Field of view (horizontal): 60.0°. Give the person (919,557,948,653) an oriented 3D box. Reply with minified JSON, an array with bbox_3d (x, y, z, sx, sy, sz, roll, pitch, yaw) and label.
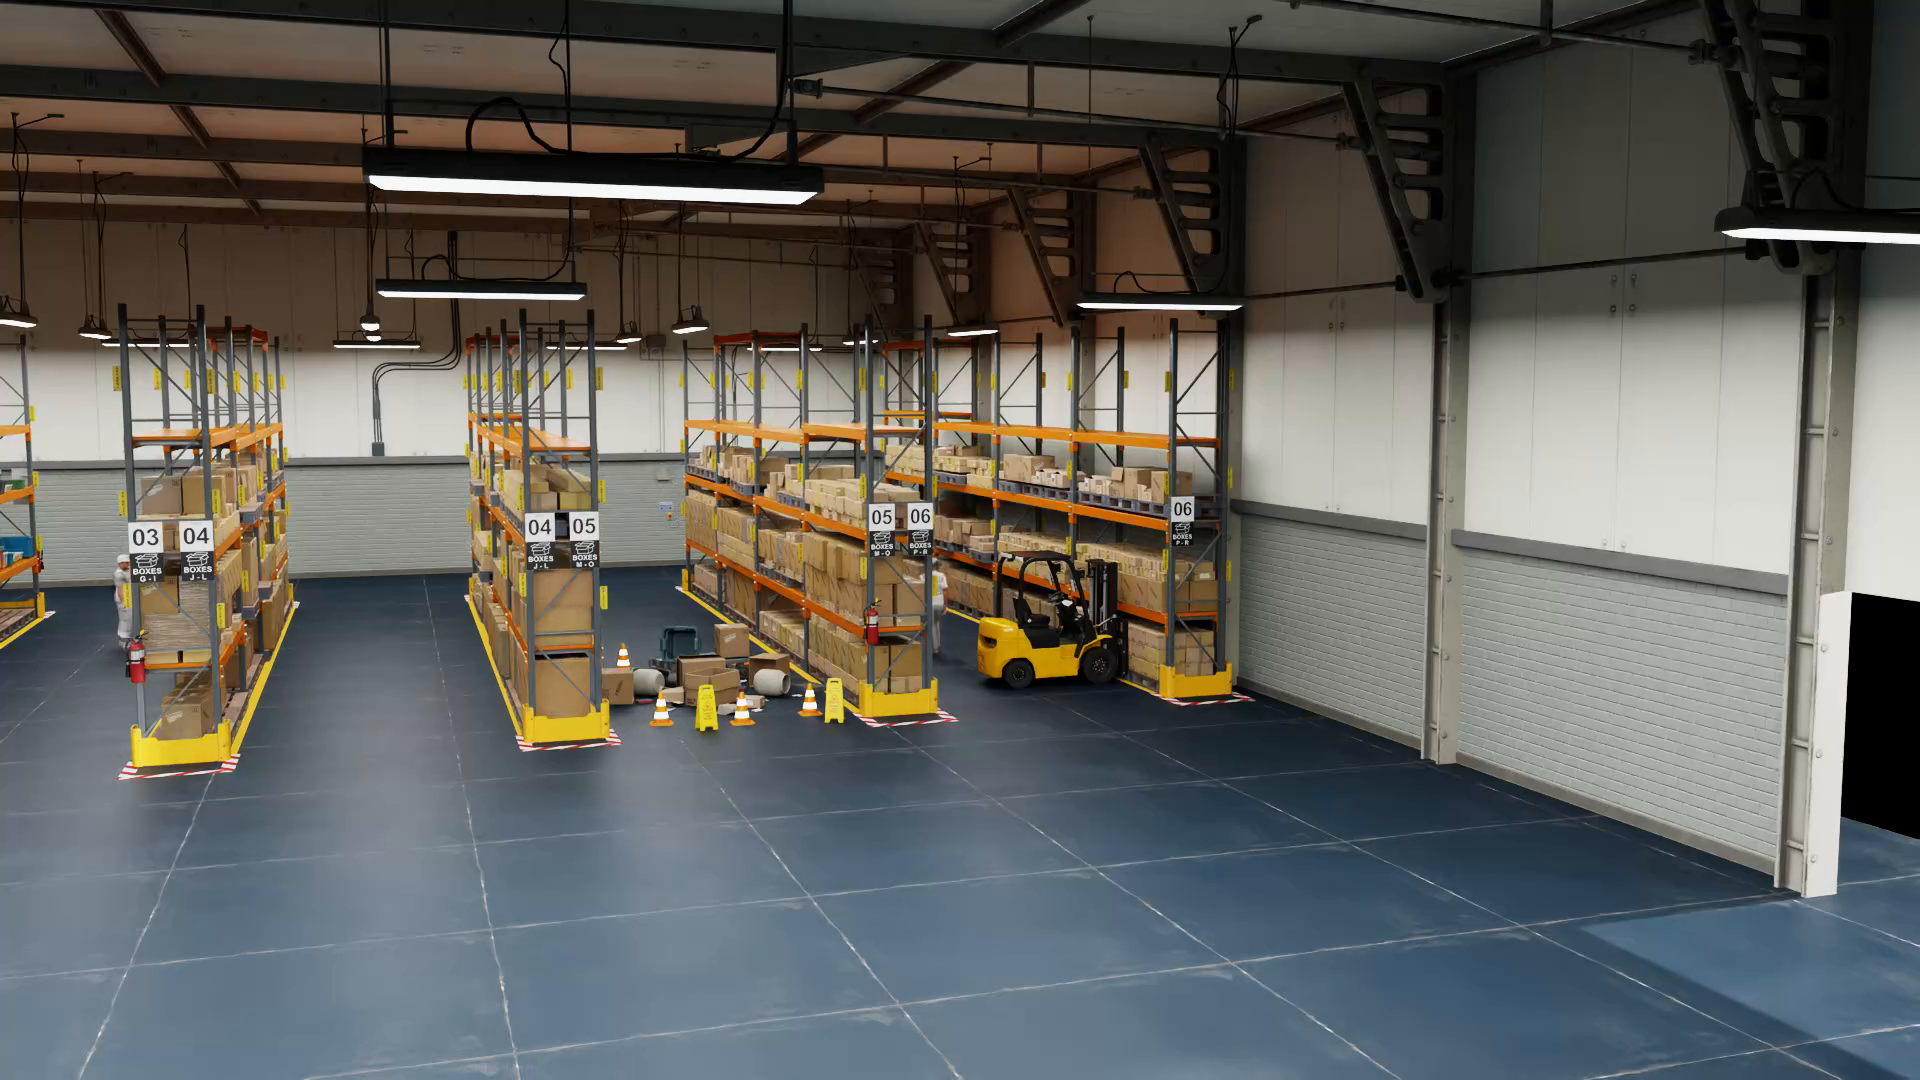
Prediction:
[{"bbox_3d":[-0.533,1.222,30.666,0.525,1.804,0.679,-2,6,-24],"label":"person"}]

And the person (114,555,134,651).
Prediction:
[{"bbox_3d":[-15.565,1.161,31.028,0.381,1.796,0.585,-4,7,-34],"label":"person"}]
